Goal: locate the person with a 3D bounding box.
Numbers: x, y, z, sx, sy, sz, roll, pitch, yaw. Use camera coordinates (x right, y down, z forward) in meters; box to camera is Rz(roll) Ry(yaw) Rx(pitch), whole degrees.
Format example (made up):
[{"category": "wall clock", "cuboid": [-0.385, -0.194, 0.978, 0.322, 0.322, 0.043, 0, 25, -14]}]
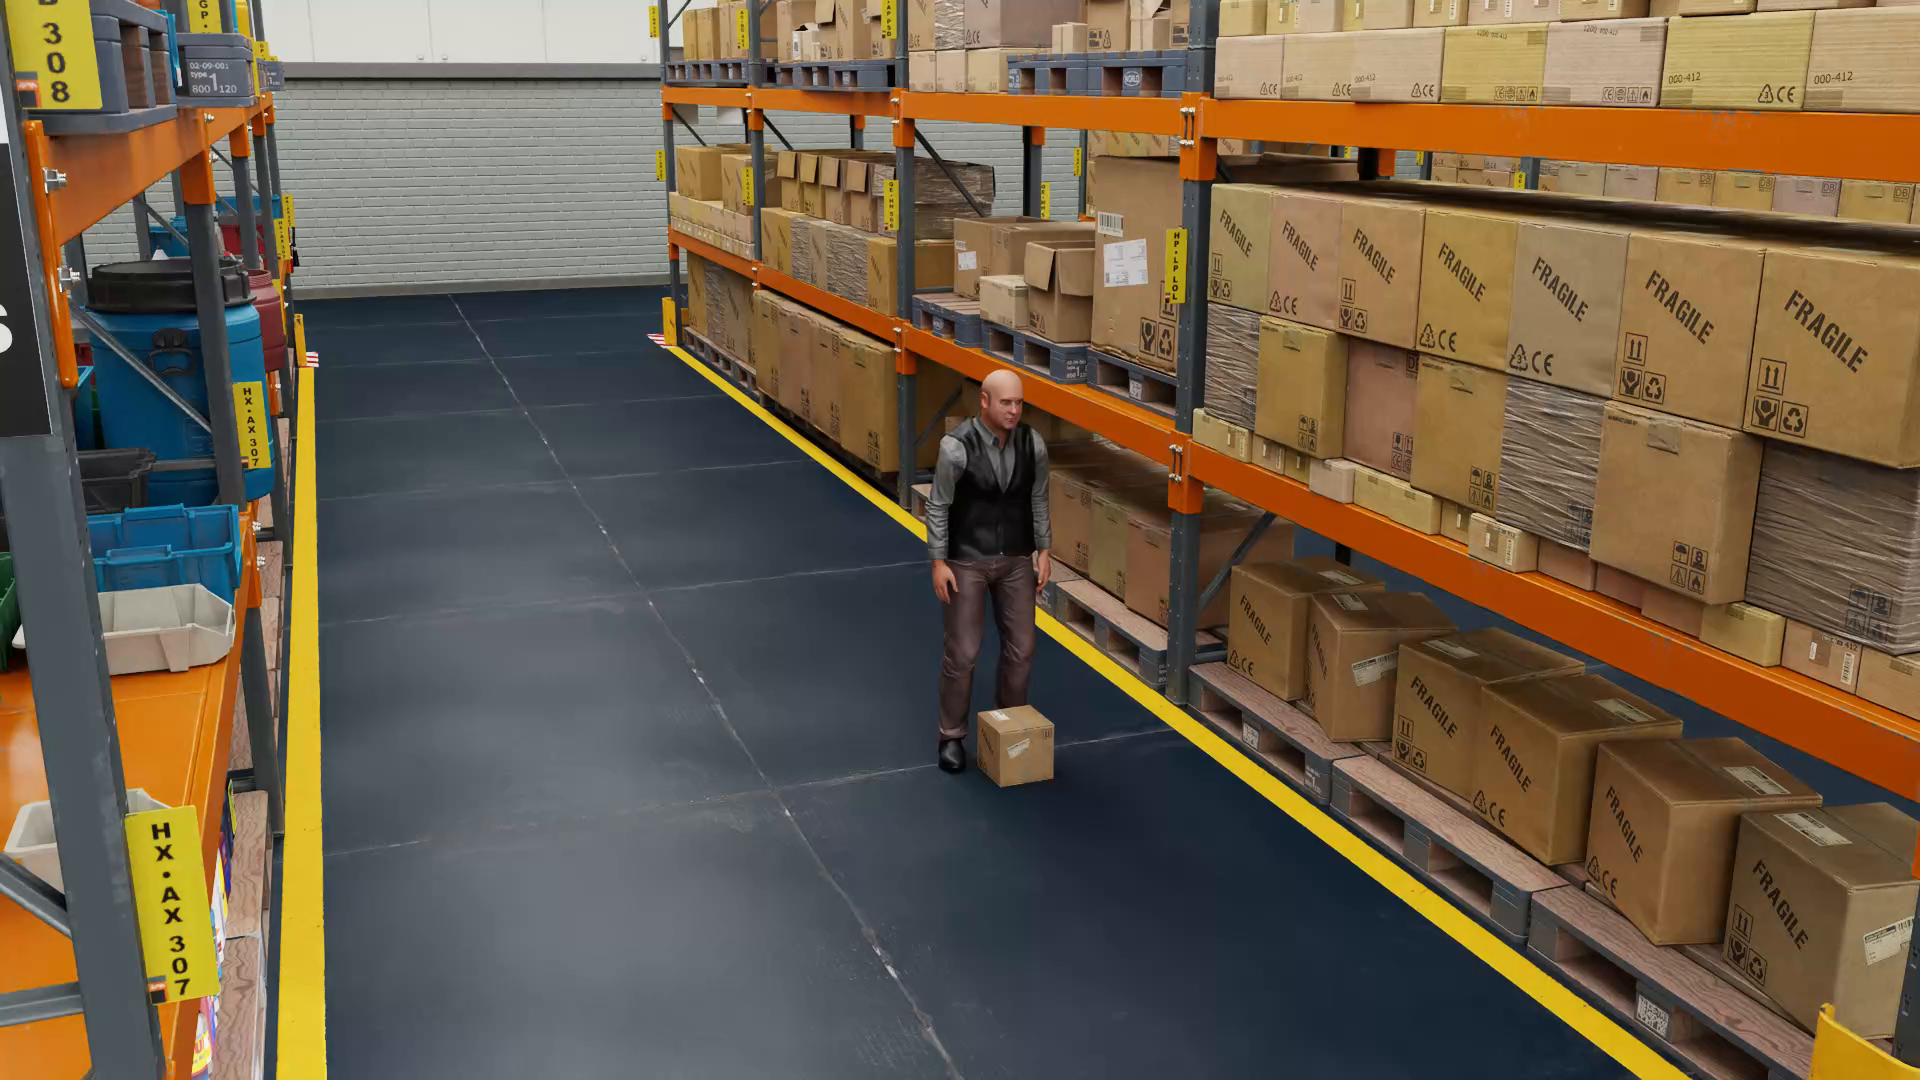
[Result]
[{"category": "person", "cuboid": [0.125, 0.105, 7.192, 0.583, 1.719, 0.424, -7, 17, -23]}]
